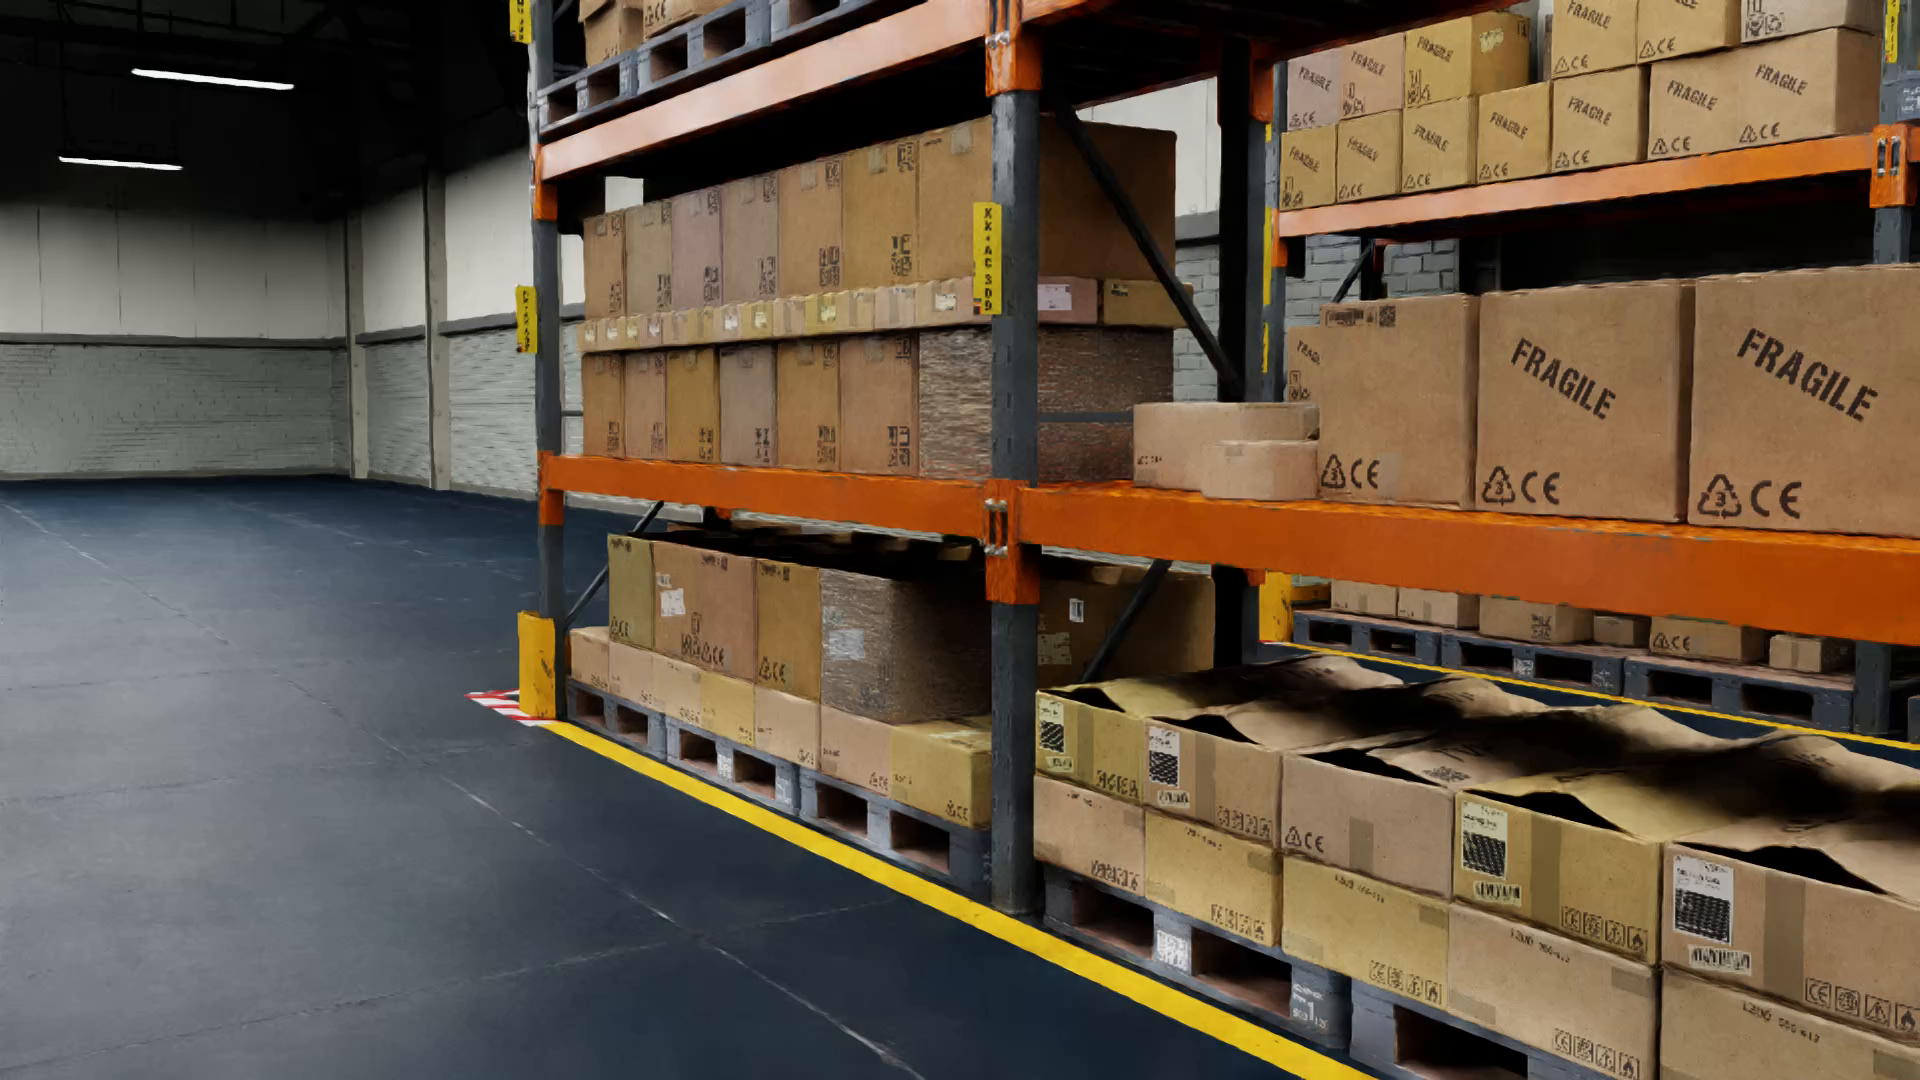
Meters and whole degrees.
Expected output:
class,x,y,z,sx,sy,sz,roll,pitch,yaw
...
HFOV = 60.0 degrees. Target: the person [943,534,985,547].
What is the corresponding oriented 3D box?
class,x,y,z,sx,sy,sz,roll,pitch,yaw
person,0.117,-0.074,8.949,0.615,1.785,0.687,0,5,-6
